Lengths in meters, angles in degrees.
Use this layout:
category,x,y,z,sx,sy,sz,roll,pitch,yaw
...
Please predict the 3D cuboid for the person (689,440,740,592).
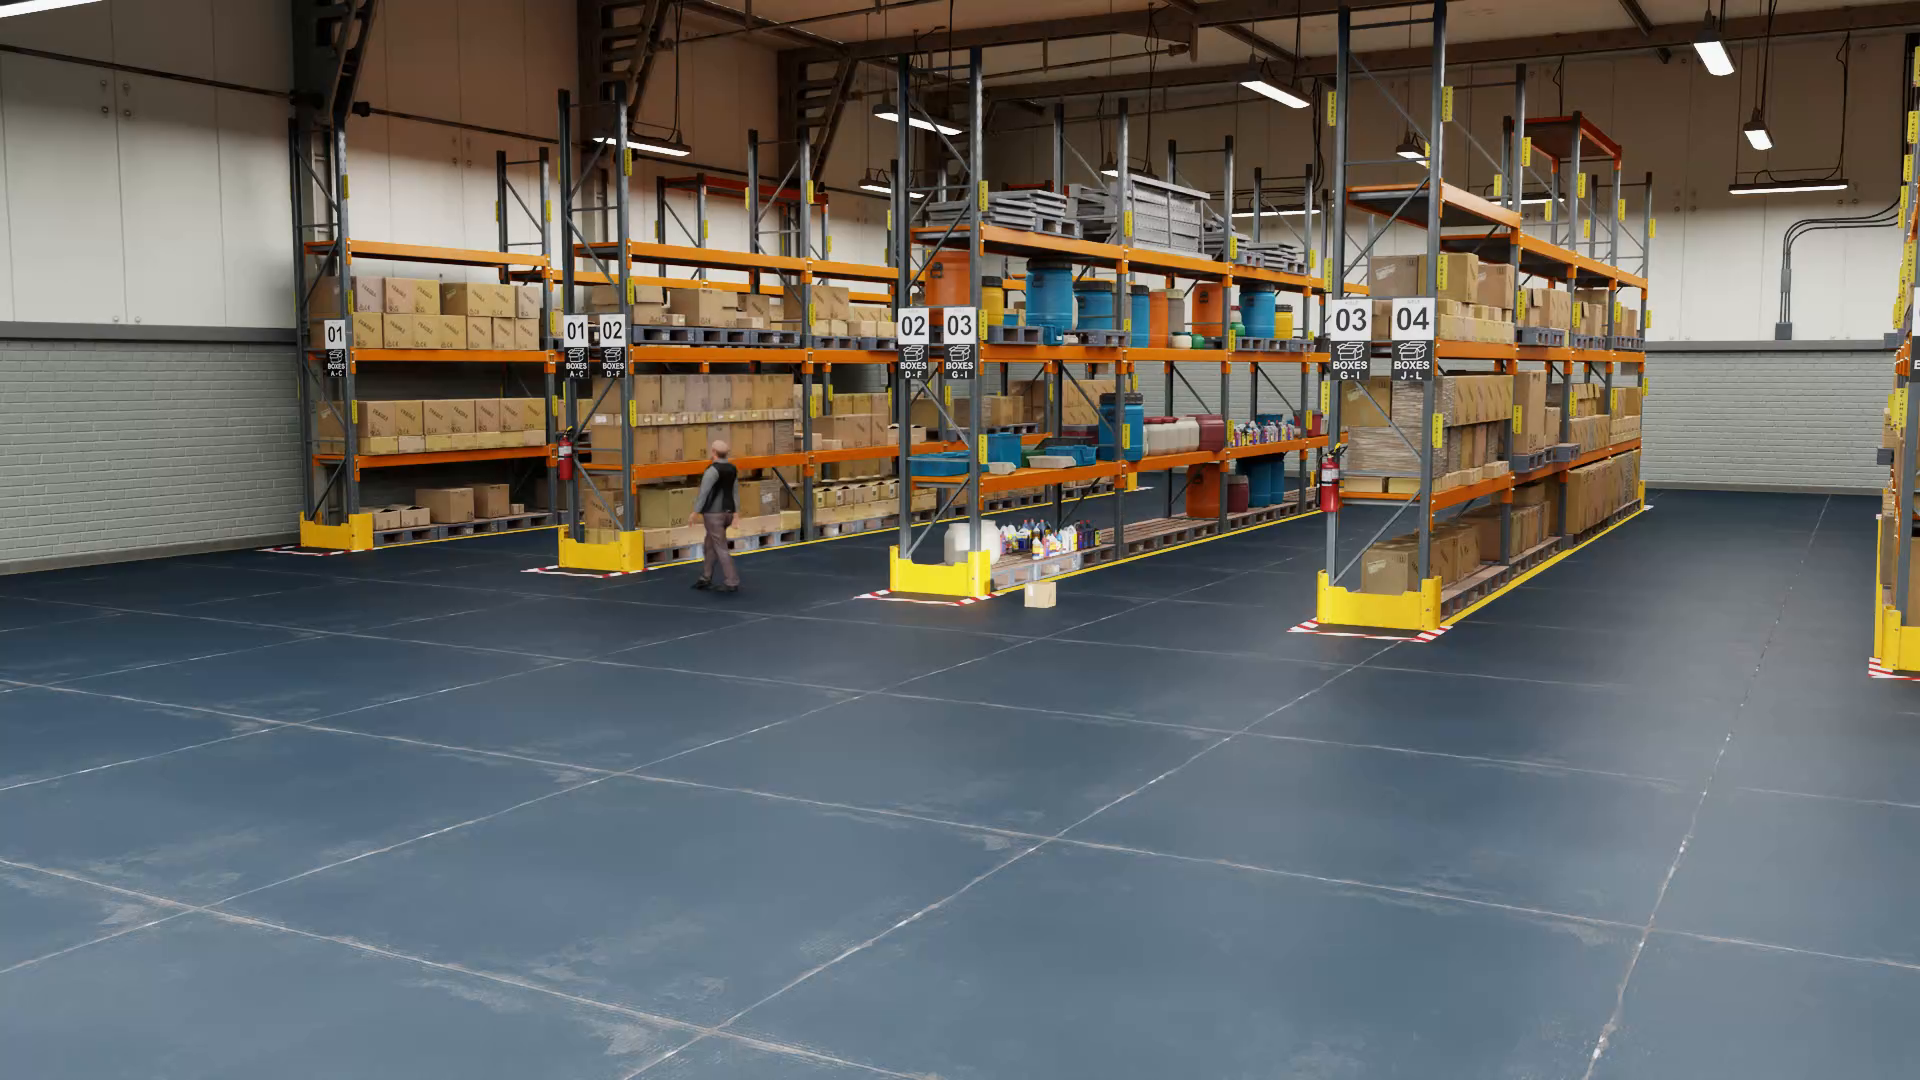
category,x,y,z,sx,sy,sz,roll,pitch,yaw
person,-2.814,-0.256,18.761,0.801,1.737,0.540,3,7,26
